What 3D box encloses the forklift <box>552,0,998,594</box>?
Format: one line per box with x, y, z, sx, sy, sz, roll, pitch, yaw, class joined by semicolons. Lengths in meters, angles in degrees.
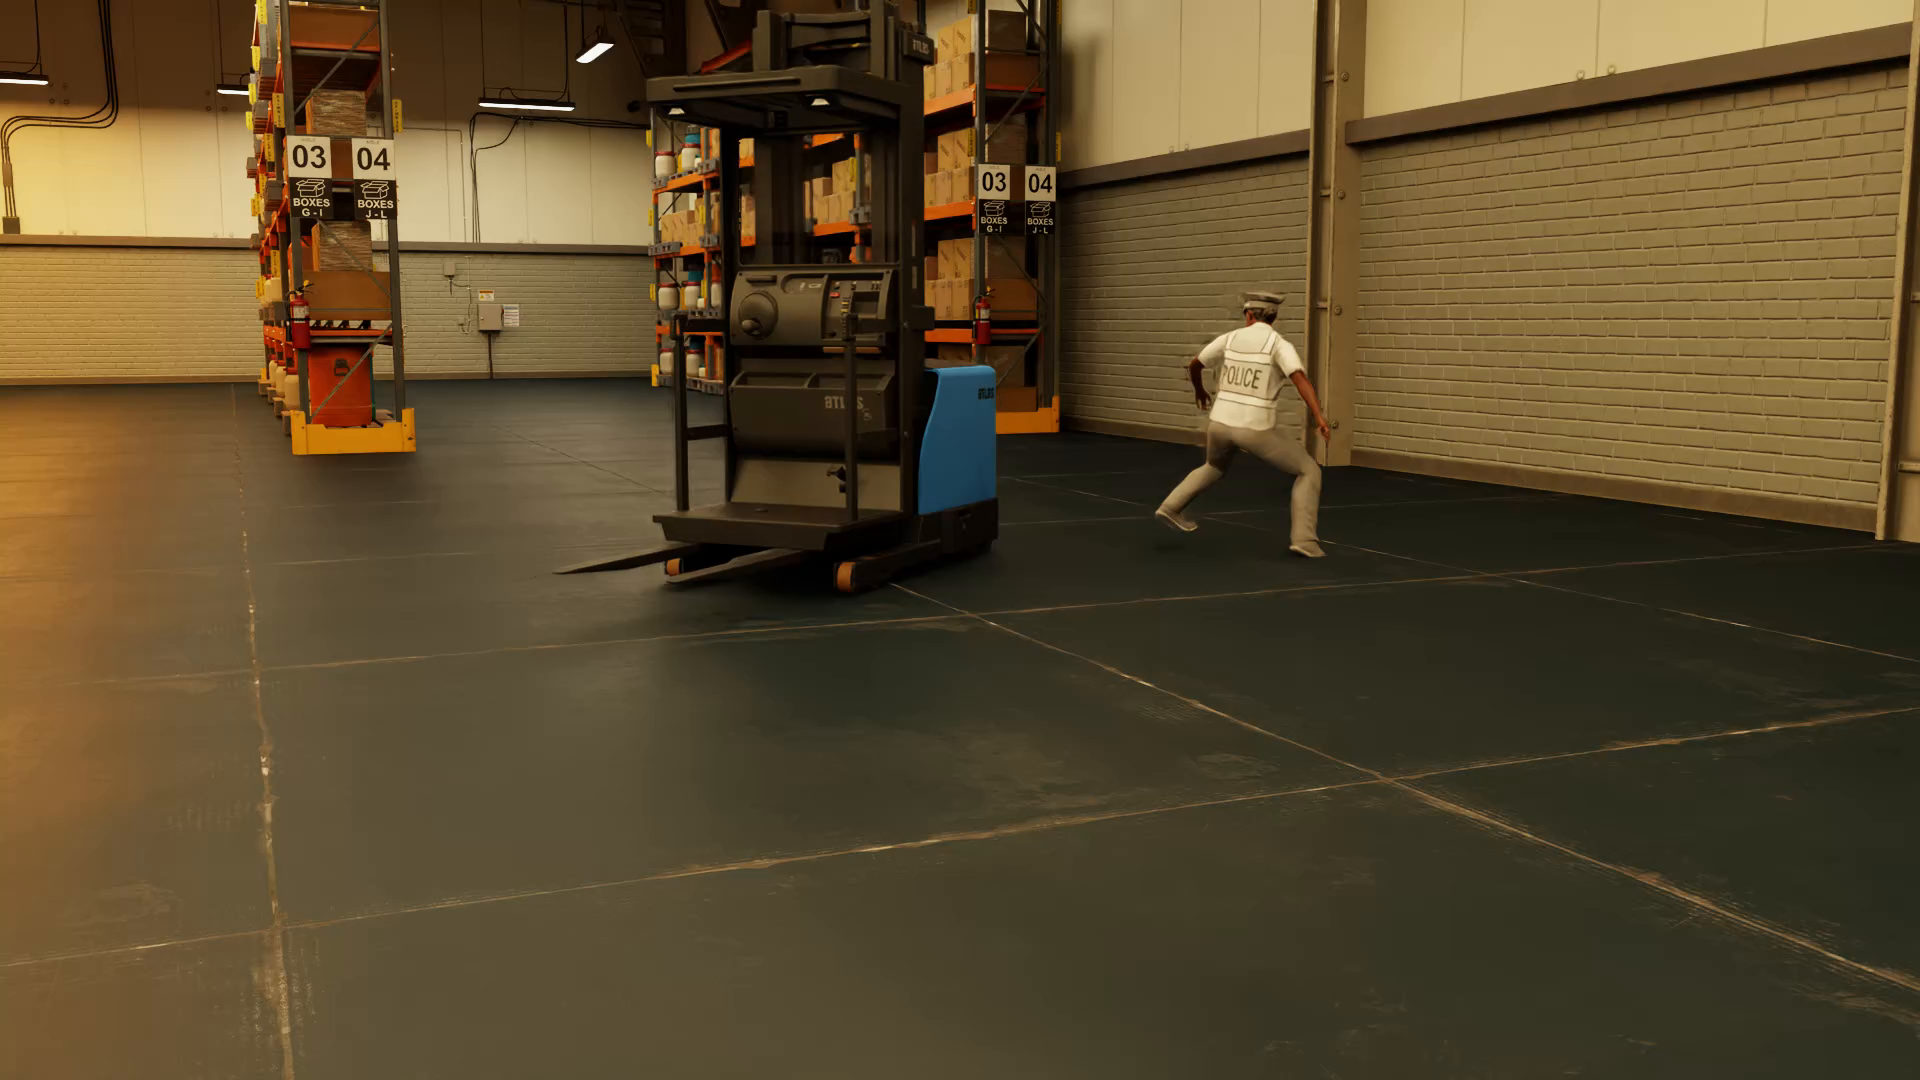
-0.863;-1.250;8.419;1.130;2.935;3.031;4;8;25;forklift

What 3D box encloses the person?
1.701;-0.639;9.541;1.112;1.569;0.500;7;10;44;person
